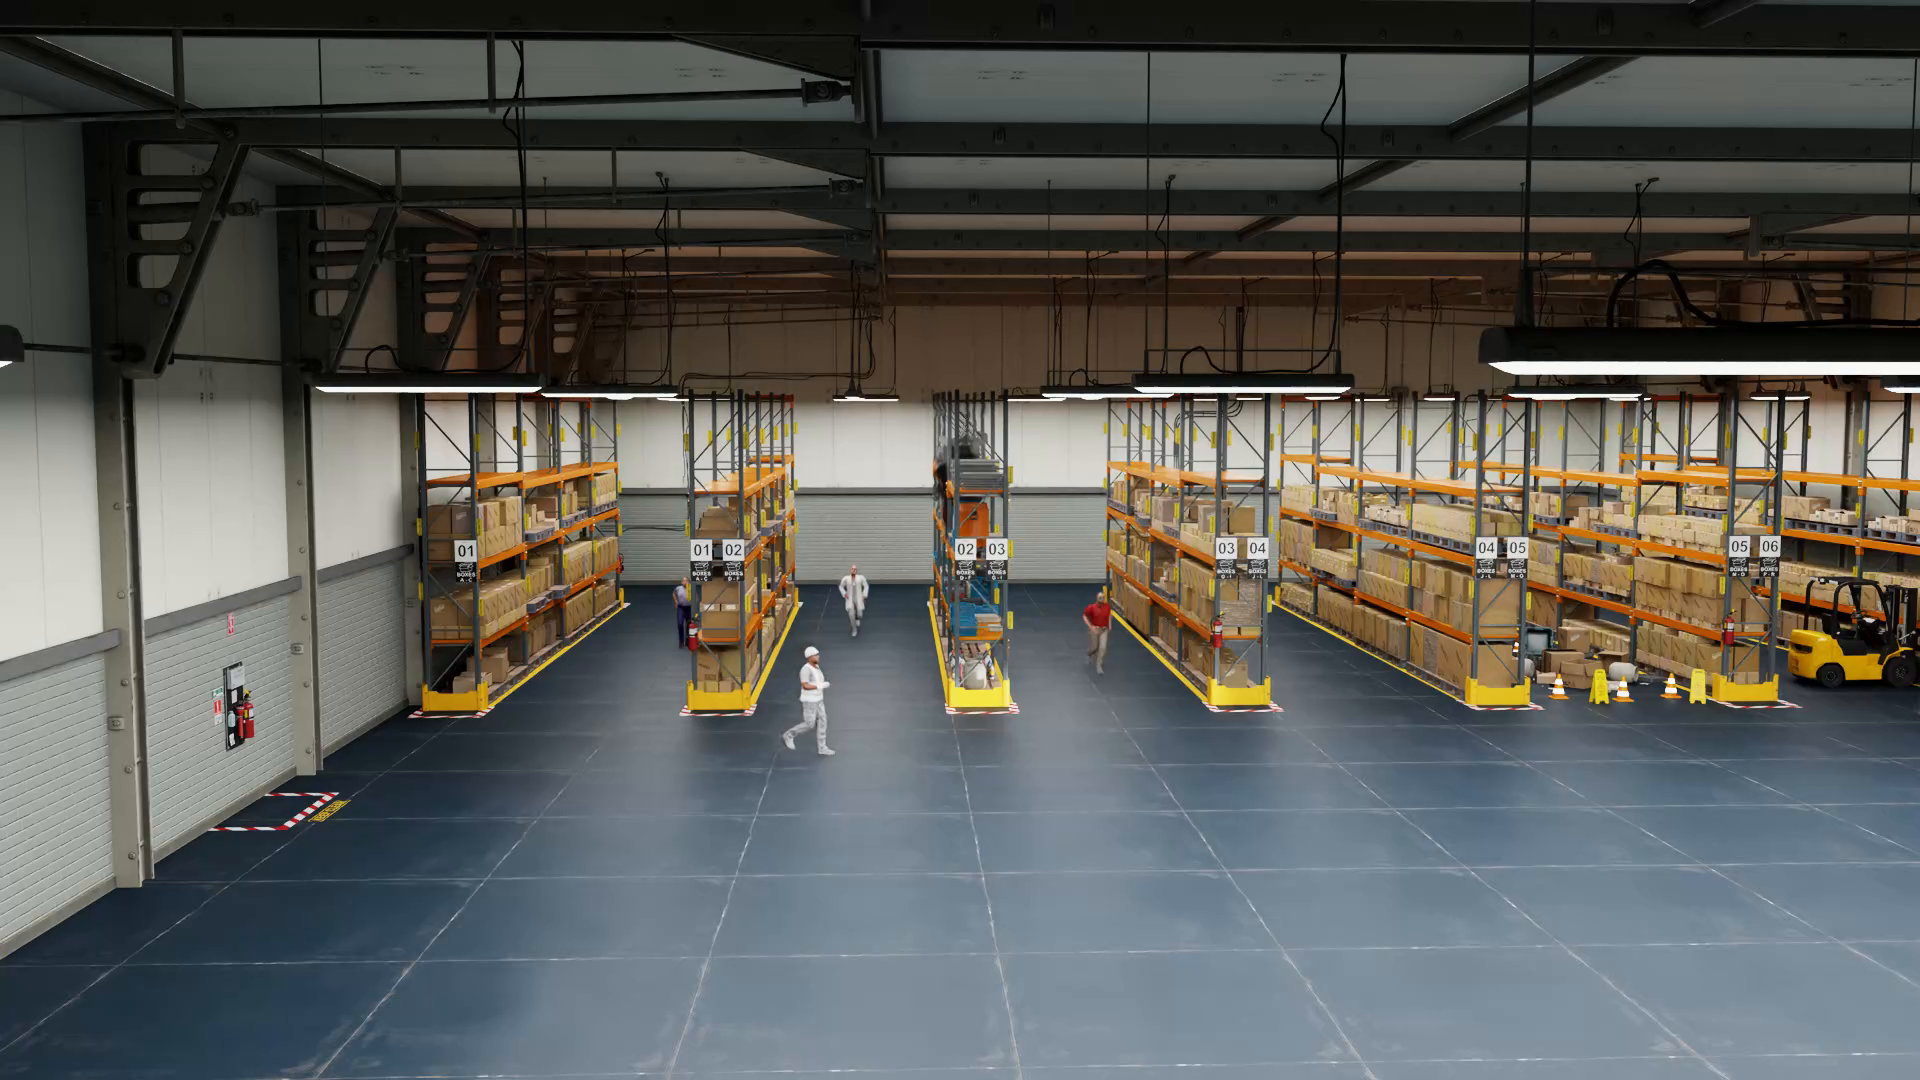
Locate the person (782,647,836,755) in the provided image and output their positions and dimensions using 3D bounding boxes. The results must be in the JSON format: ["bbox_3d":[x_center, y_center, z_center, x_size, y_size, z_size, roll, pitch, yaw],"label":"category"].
[{"bbox_3d":[-2.451,2.615,27.086,0.896,1.765,0.696,1,5,16],"label":"person"}]

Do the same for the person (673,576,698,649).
[{"bbox_3d":[-6.481,1.701,39.316,0.593,1.705,0.815,-1,5,-9],"label":"person"}]

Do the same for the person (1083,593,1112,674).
[{"bbox_3d":[2.964,1.976,35.739,0.688,1.713,0.813,-1,5,-17],"label":"person"}]

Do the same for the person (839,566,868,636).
[{"bbox_3d":[-2.643,1.499,41.369,0.742,1.736,0.707,-1,5,-9],"label":"person"}]
